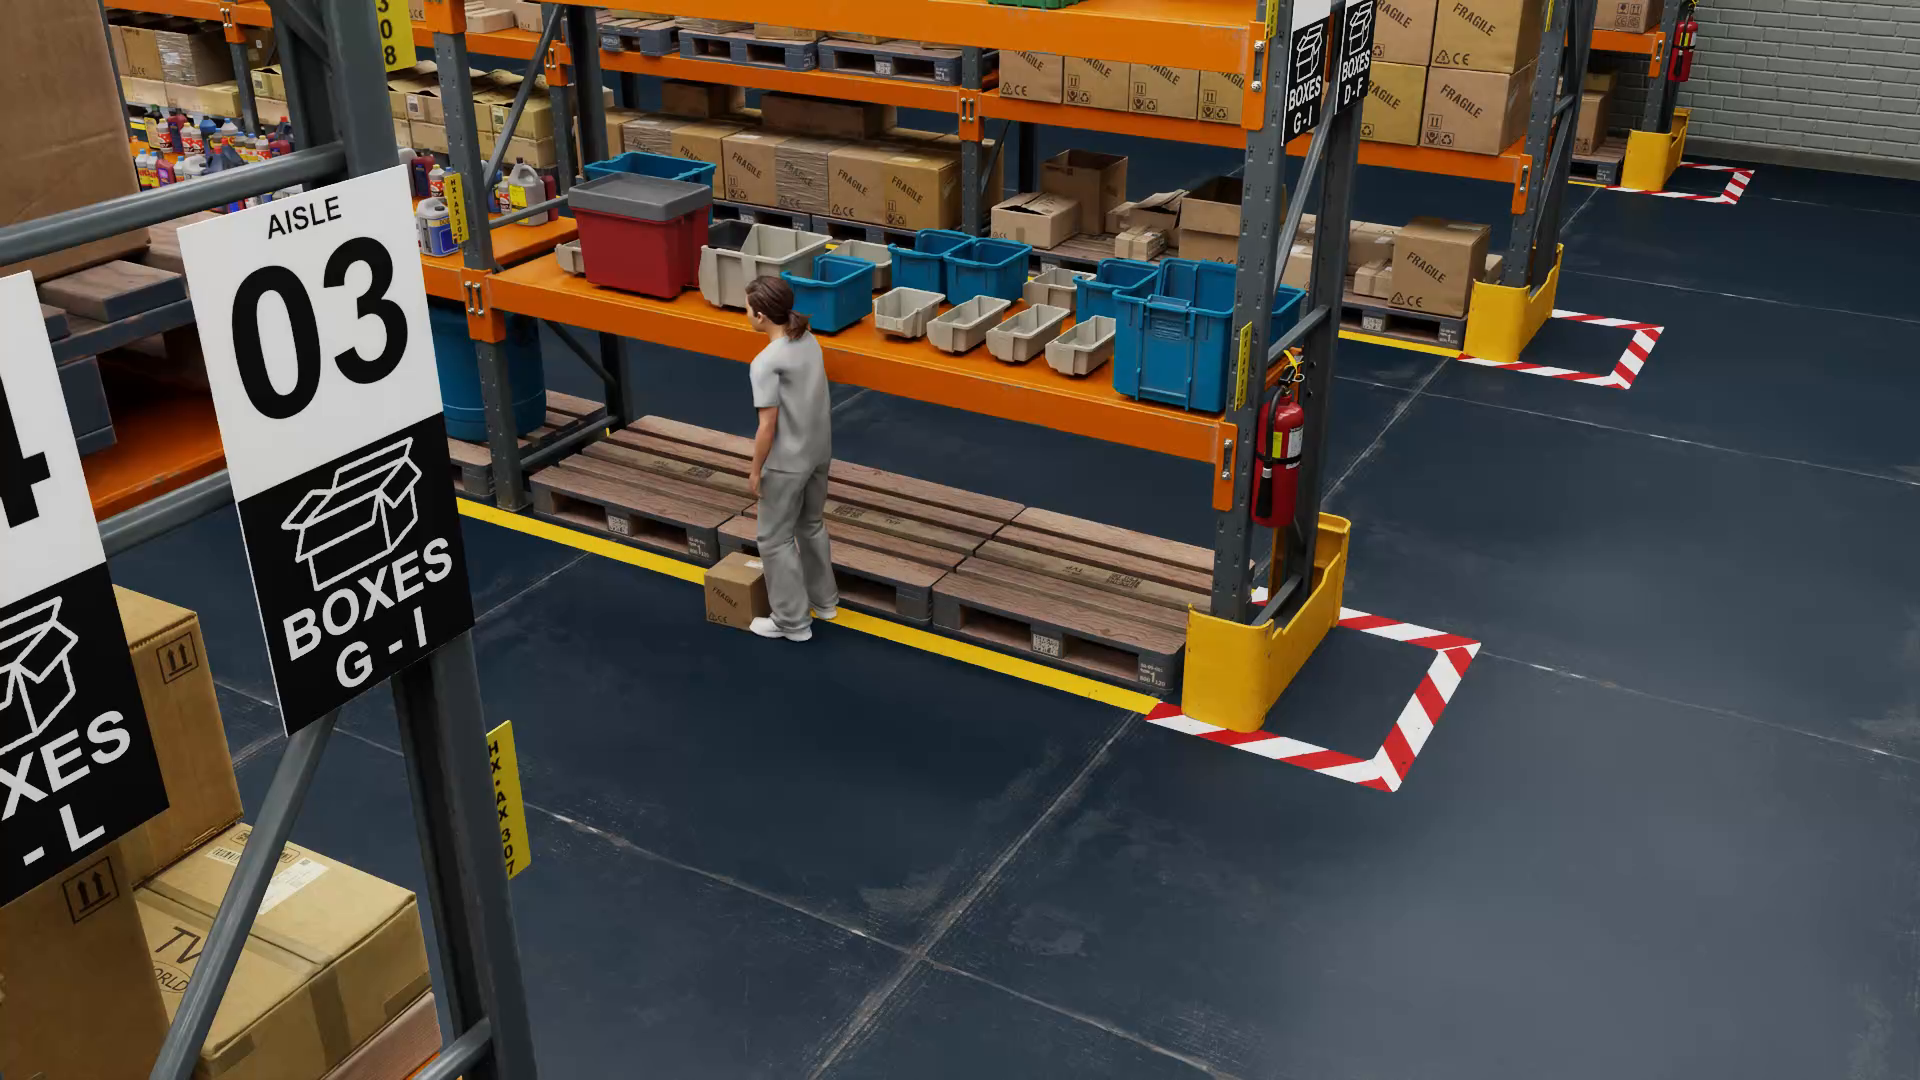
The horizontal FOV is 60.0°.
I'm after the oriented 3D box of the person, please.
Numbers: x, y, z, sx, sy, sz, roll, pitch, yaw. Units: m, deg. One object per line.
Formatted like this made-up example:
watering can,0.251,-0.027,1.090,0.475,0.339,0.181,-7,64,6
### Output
person,-0.751,-0.353,7.320,0.360,1.672,0.485,14,30,26
